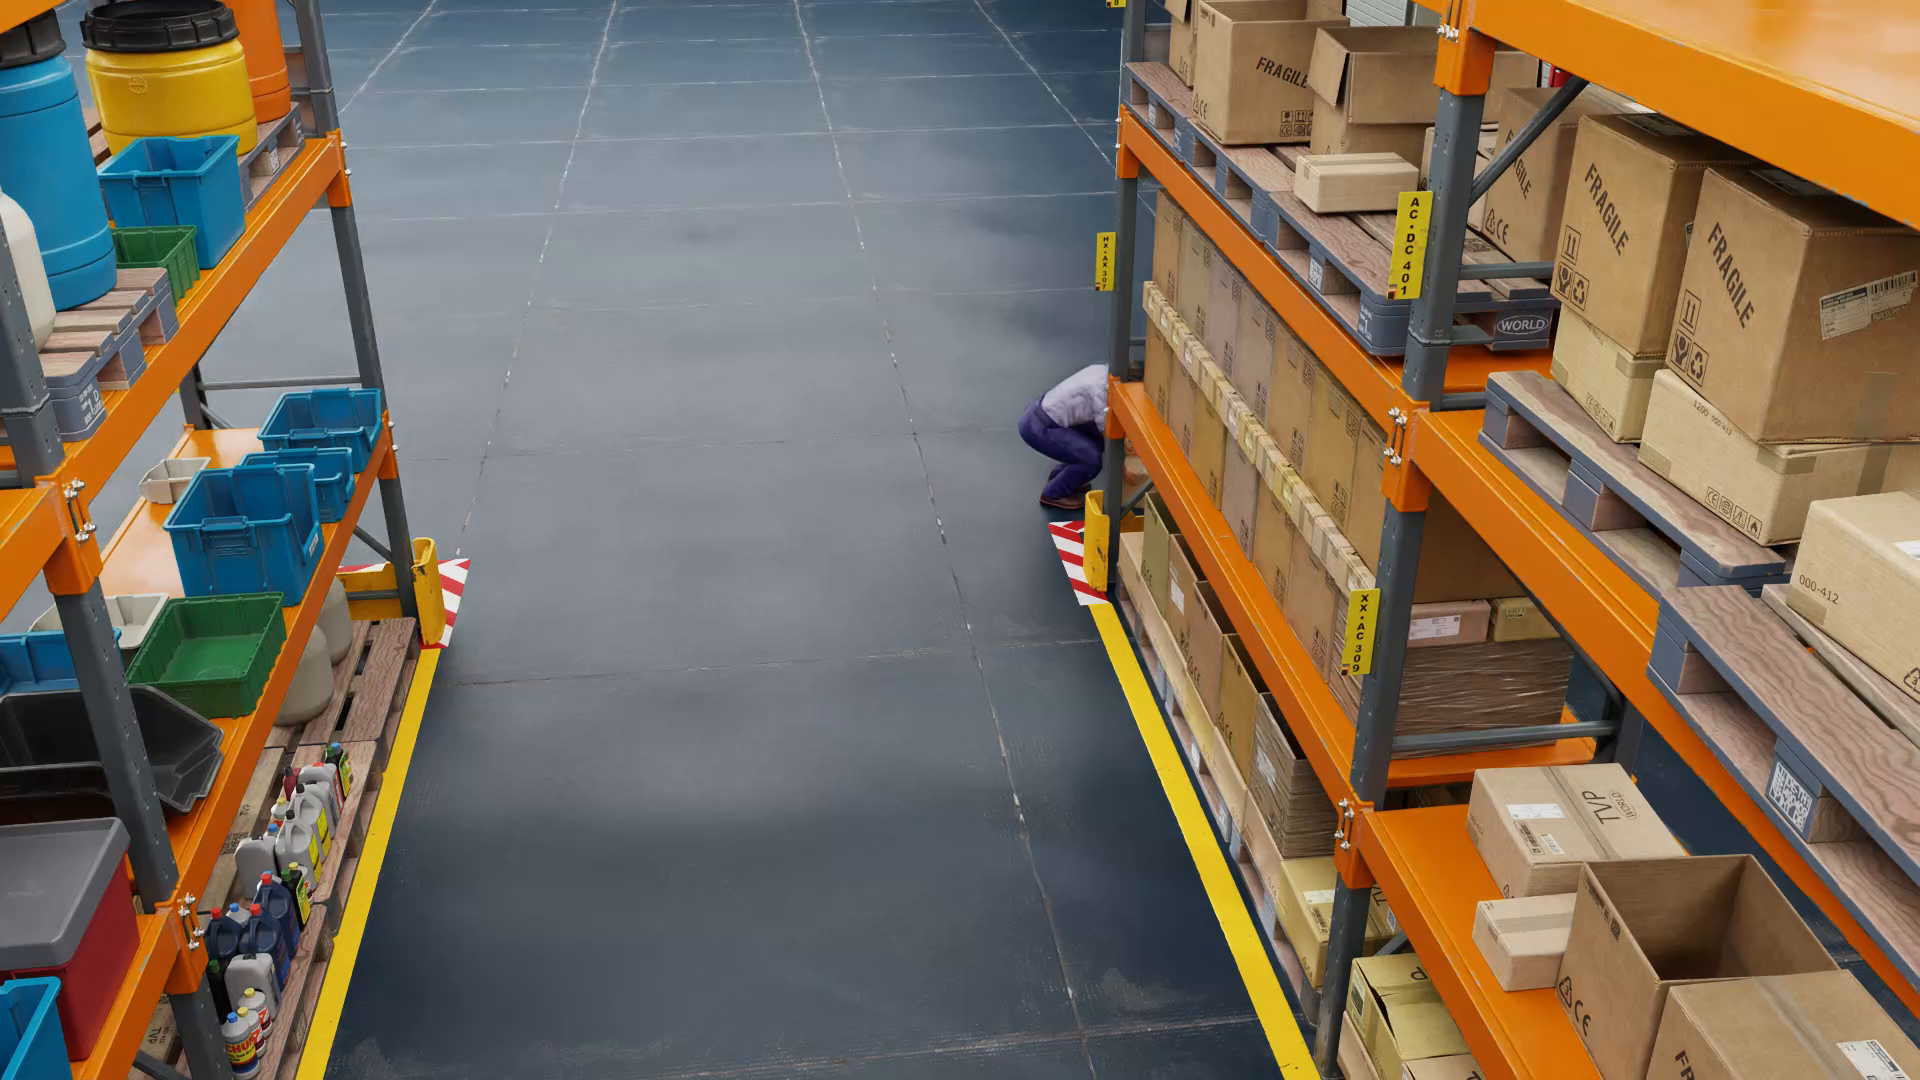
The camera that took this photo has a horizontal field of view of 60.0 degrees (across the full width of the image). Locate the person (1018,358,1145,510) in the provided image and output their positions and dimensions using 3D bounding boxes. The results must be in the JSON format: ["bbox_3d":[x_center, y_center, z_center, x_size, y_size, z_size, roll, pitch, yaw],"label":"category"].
[{"bbox_3d":[0.795,-0.722,10.762,0.809,0.985,0.533,6,28,11],"label":"person"}]
